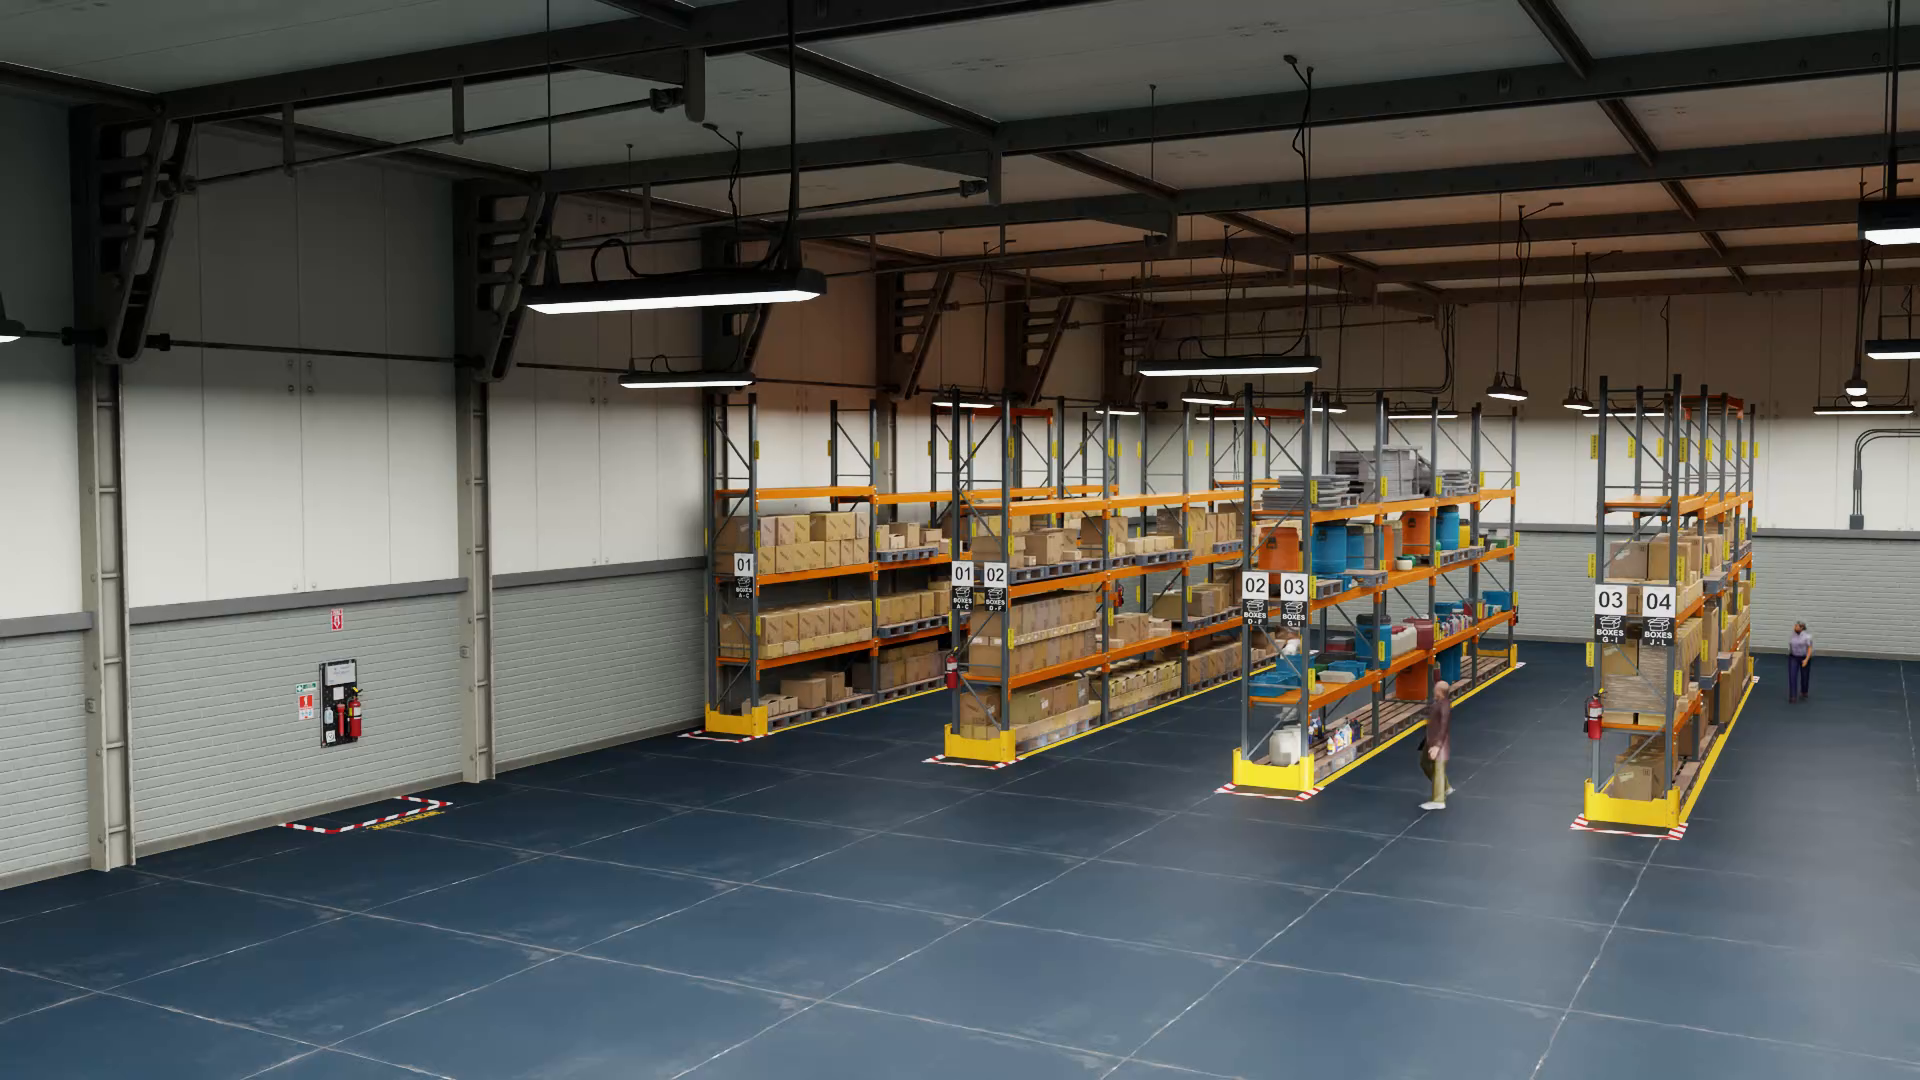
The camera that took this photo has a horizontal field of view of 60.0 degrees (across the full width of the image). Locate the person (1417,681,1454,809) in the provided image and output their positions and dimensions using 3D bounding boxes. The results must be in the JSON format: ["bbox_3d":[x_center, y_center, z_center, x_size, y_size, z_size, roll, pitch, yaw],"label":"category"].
[{"bbox_3d":[6.673,2.844,23.284,0.584,1.776,0.655,0,3,-3],"label":"person"}]

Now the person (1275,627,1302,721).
[{"bbox_3d":[6.114,2.450,30.862,0.483,1.759,0.587,0,3,7],"label":"person"}]

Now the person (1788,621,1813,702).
[{"bbox_3d":[16.746,2.408,33.148,0.437,1.598,0.988,2,3,28],"label":"person"}]

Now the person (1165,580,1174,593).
[{"bbox_3d":[5.366,1.849,42.775,0.476,1.661,0.665,2,3,26],"label":"person"}]
